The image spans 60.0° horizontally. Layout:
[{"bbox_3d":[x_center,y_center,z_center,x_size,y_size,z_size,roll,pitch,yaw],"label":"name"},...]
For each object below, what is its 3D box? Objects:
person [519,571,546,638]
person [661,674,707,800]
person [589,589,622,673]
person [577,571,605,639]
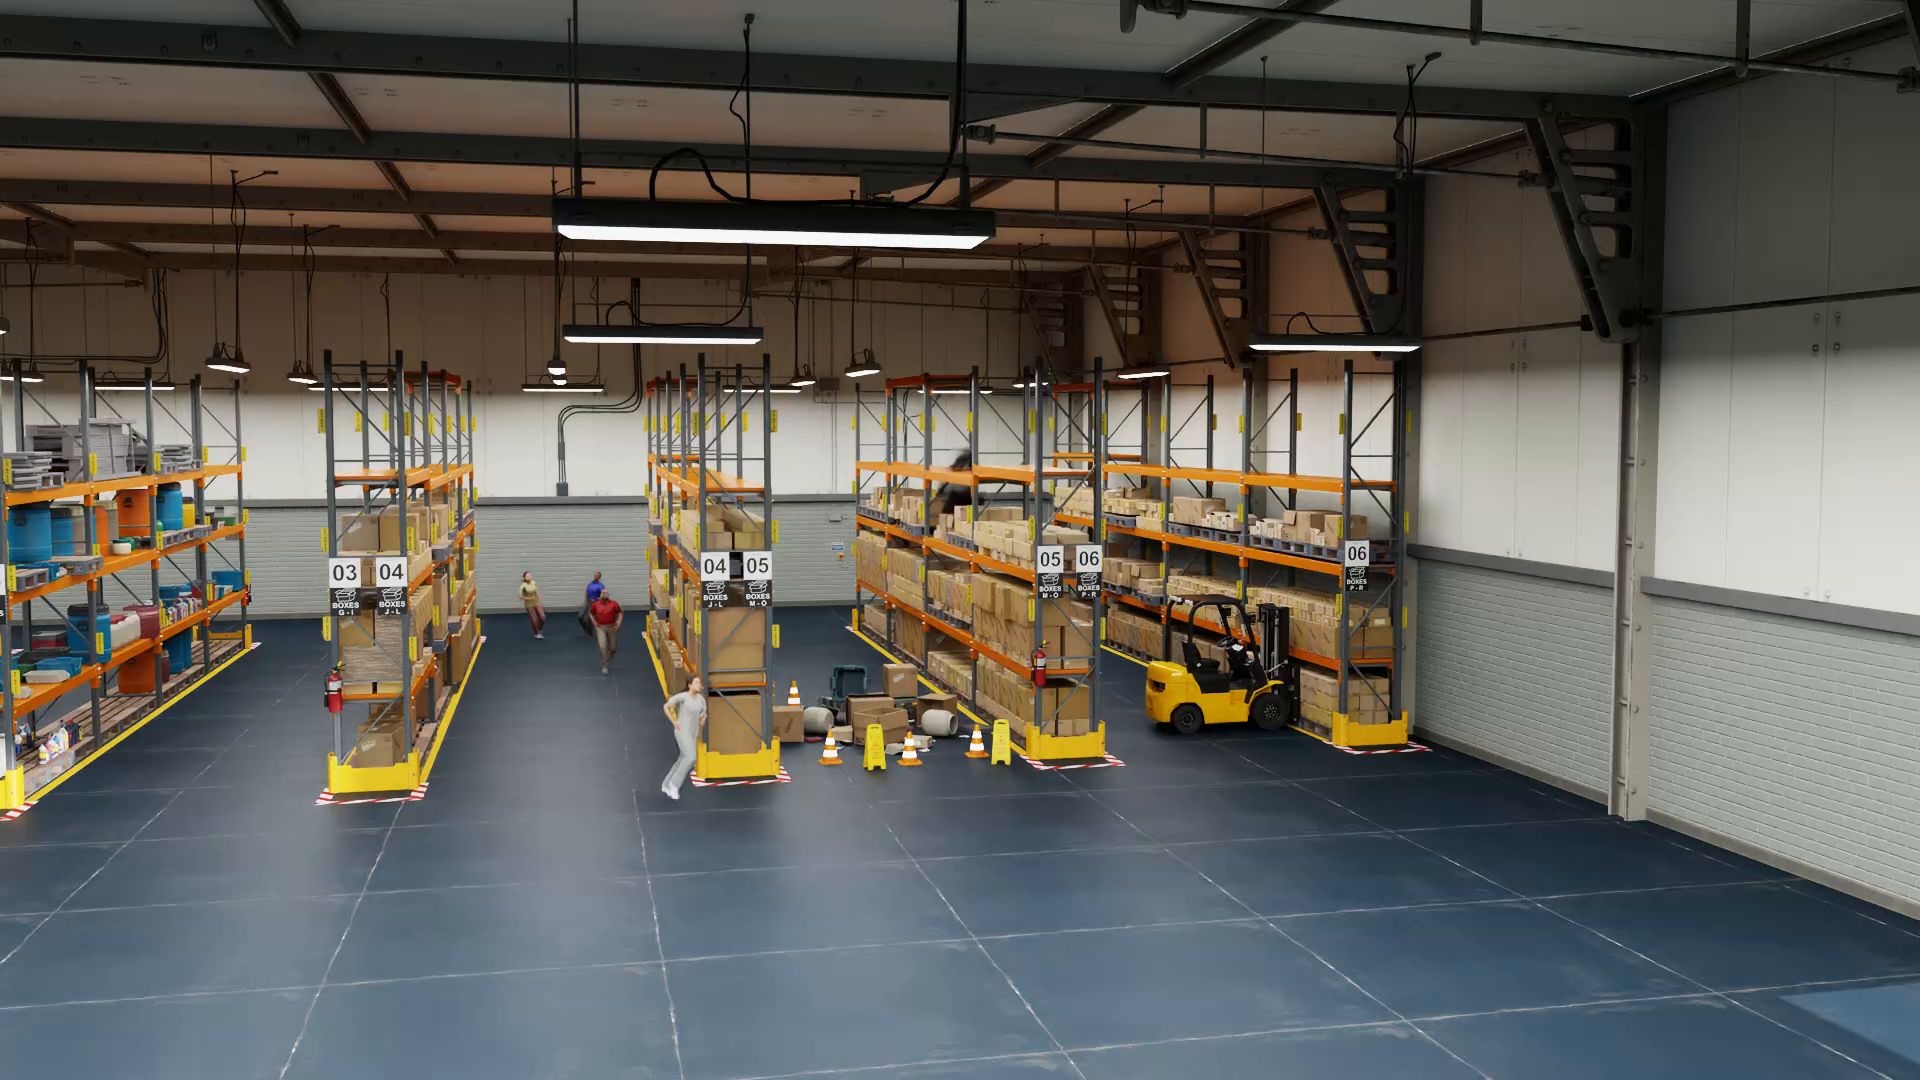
[{"bbox_3d":[-9.935,1.507,38.568,0.643,1.582,0.554,-4,5,-42],"label":"person"},{"bbox_3d":[-3.686,2.631,22.375,0.631,1.655,0.609,3,5,34],"label":"person"},{"bbox_3d":[-7.201,1.836,33.839,0.658,1.694,0.842,-1,4,-16],"label":"person"},{"bbox_3d":[-8.613,1.523,38.722,0.672,1.576,0.497,2,5,30],"label":"person"}]
